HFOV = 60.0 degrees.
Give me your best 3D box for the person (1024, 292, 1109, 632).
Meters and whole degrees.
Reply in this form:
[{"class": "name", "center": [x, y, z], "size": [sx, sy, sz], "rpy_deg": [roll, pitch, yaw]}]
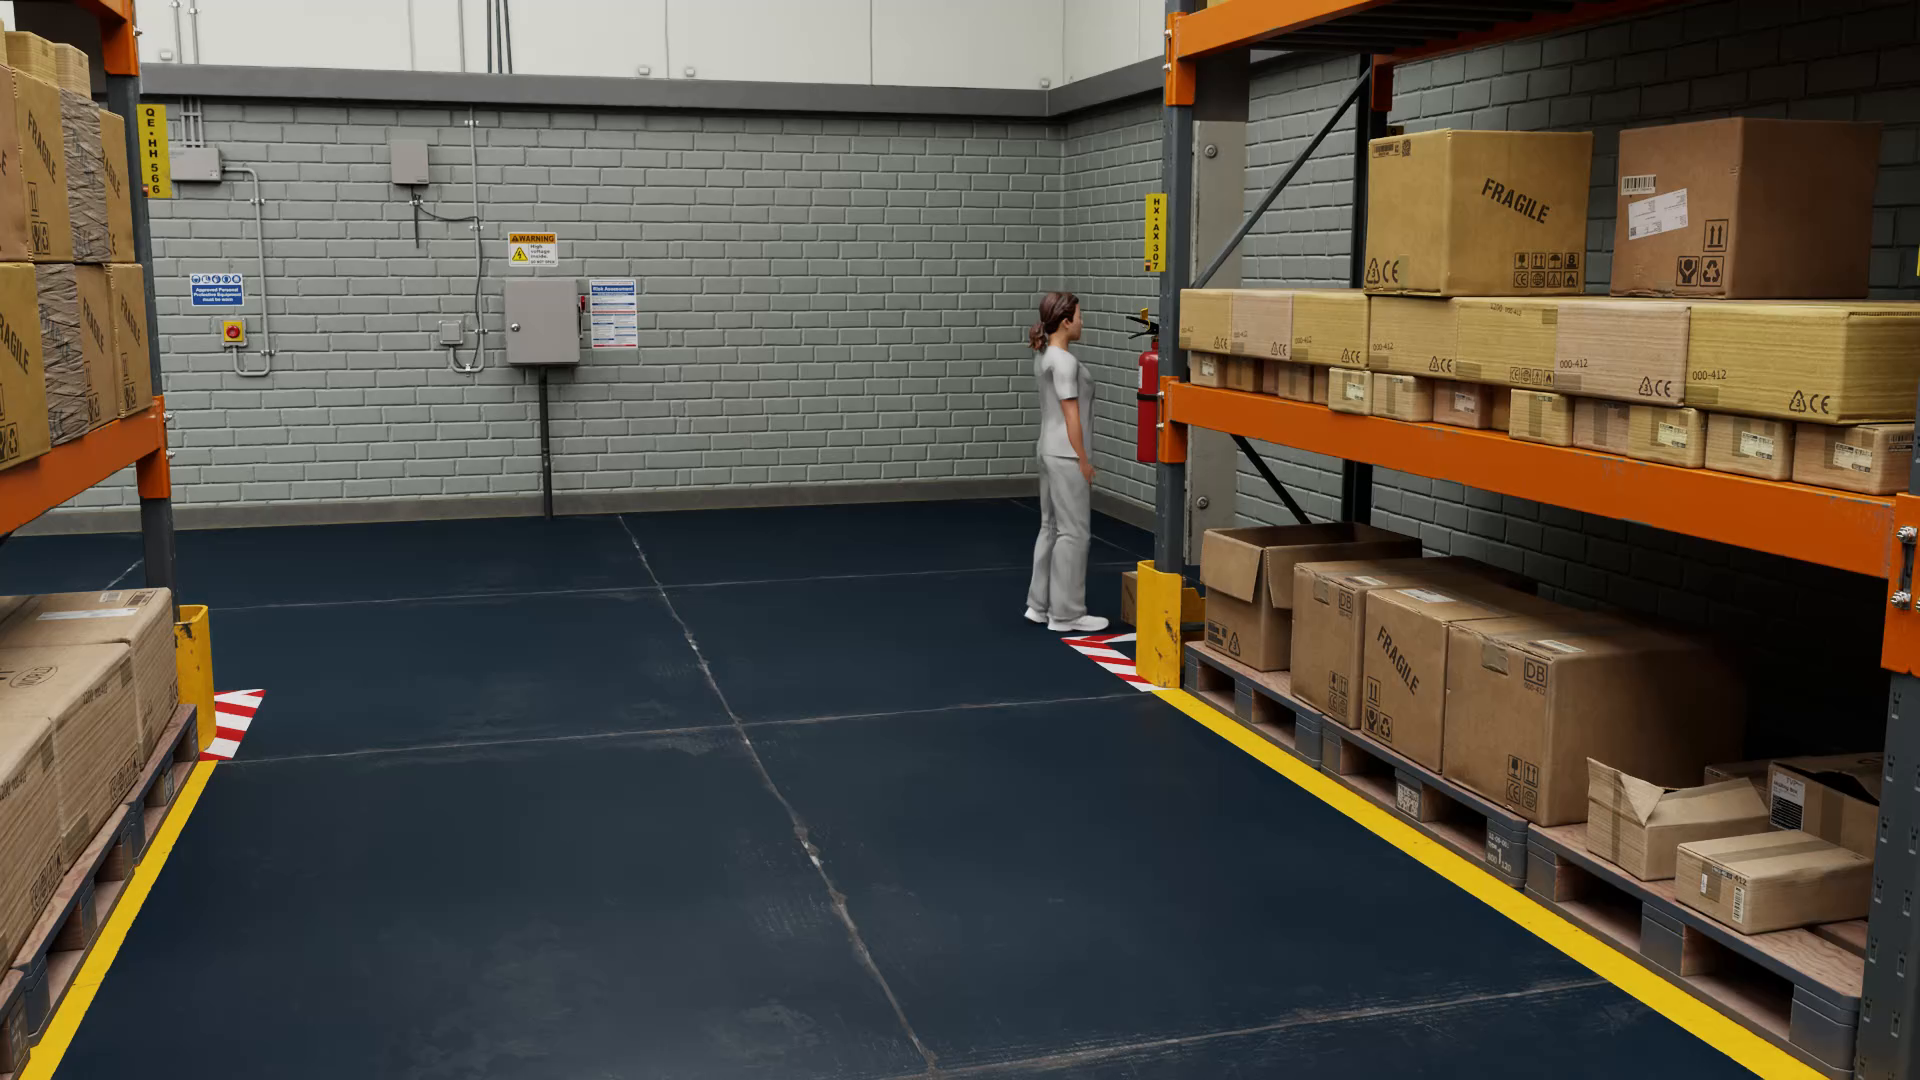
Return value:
[{"class": "person", "center": [0.531, -0.359, 8.257], "size": [0.393, 1.728, 0.442], "rpy_deg": [-2, 9, -9]}]
